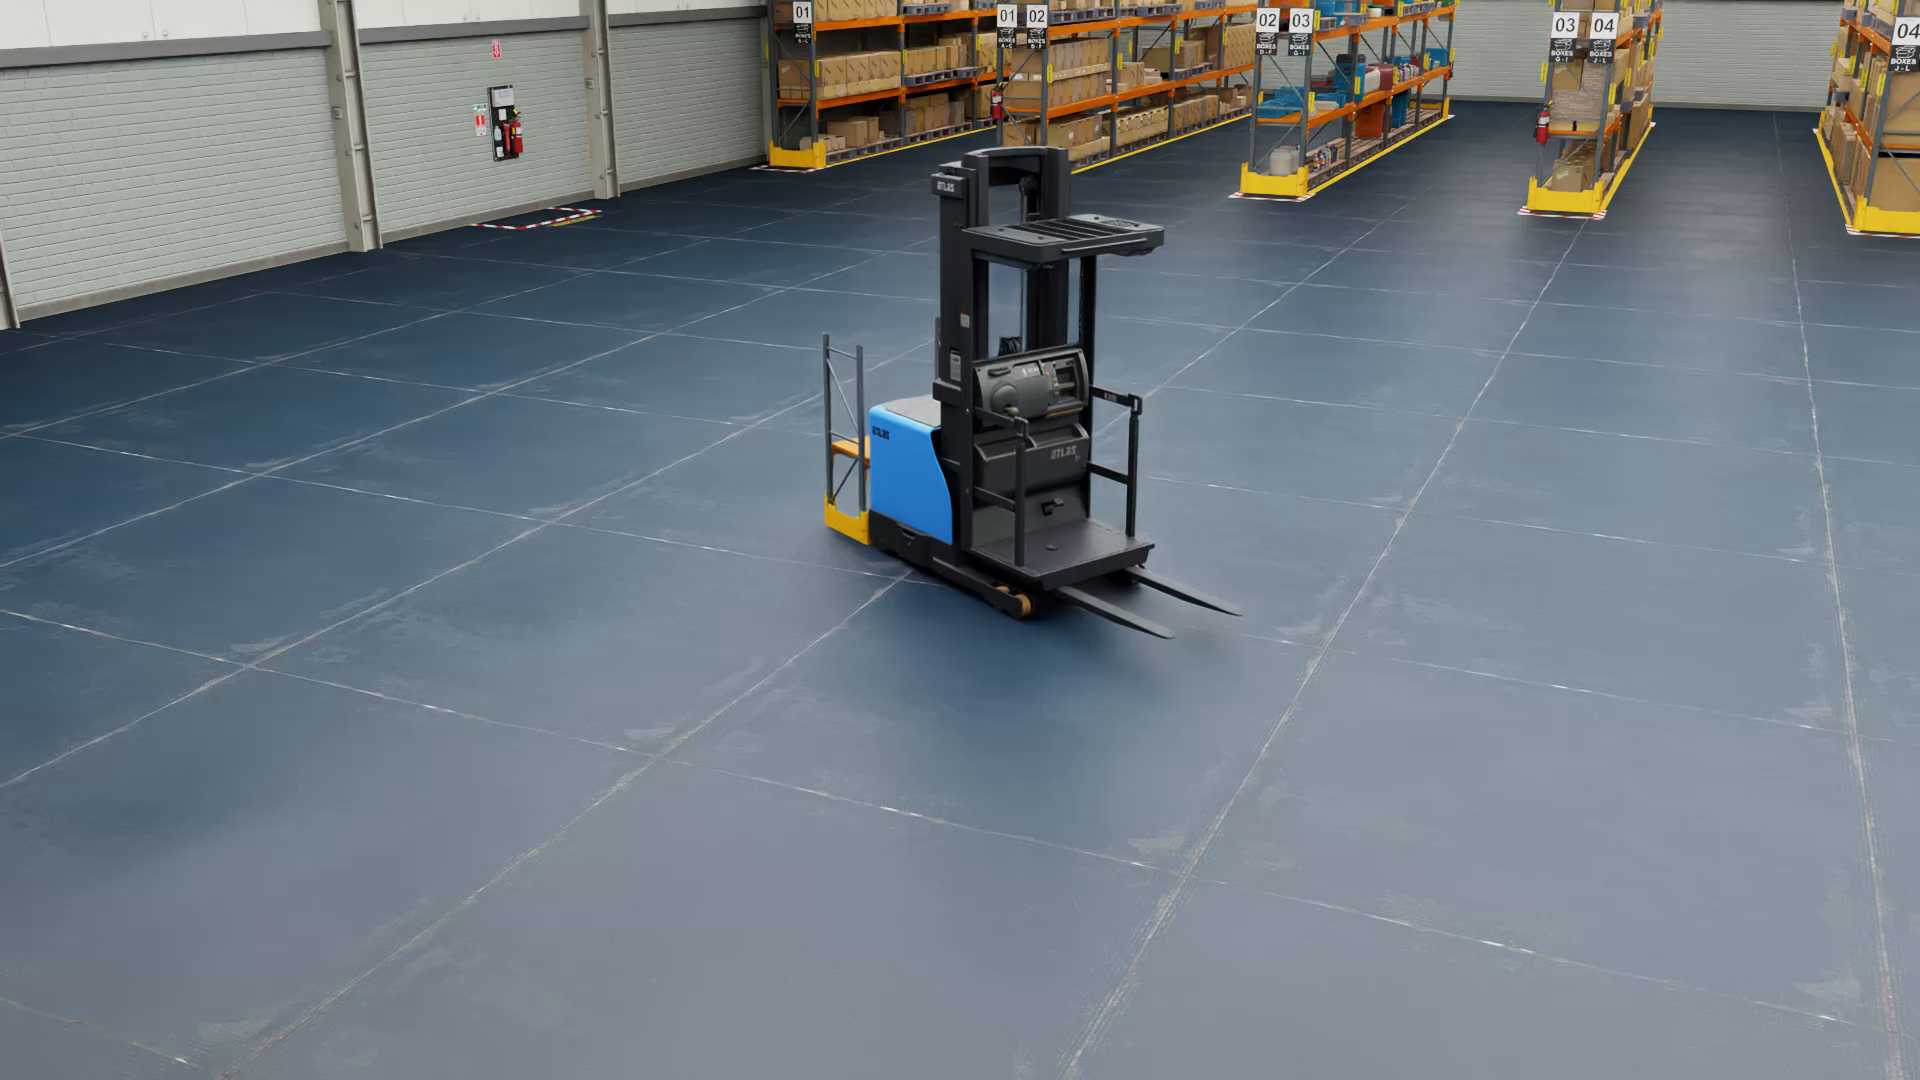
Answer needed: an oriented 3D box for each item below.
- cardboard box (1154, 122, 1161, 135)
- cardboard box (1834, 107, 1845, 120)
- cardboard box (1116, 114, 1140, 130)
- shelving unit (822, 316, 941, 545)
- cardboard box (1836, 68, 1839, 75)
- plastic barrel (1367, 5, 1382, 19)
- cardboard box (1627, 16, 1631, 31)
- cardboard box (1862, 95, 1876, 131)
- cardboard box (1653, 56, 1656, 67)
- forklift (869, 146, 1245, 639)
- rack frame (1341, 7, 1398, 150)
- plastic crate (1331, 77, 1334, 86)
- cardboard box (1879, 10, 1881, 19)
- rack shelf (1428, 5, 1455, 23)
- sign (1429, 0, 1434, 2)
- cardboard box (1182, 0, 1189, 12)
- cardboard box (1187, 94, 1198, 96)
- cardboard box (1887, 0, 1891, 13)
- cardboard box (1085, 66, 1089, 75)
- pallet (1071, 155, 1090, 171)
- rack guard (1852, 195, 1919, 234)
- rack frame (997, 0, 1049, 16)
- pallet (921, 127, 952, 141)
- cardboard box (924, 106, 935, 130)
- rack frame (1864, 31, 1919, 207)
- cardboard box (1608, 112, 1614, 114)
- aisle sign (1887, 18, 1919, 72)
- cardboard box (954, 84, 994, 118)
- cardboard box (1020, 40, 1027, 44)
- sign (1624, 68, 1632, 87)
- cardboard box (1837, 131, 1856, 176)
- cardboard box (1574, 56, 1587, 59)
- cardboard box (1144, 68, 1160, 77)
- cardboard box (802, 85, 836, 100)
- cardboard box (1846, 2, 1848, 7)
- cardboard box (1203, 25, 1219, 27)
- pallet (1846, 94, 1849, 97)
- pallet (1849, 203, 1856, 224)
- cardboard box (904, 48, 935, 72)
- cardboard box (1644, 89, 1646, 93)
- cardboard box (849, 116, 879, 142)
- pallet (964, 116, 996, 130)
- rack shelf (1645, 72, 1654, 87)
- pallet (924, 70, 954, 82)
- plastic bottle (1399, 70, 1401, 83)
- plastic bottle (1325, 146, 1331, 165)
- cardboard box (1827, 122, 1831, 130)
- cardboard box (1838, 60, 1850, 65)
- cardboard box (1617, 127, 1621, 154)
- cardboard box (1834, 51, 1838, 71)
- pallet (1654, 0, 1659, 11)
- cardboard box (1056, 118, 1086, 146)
[{"bbox_3d":[4.249,-9.351,37.762,0.500,0.250,0.500,8,21,22],"label":"cardboard box"},{"bbox_3d":[19.064,-9.136,35.665,0.500,0.250,0.500,8,21,20],"label":"cardboard box"},{"bbox_3d":[3.629,-9.147,36.353,0.500,0.311,0.500,8,21,21],"label":"cardboard box"},{"bbox_3d":[-0.439,-0.857,12.639,1.083,1.500,0.587,-14,24,-34],"label":"shelving unit"},{"bbox_3d":[18.711,-9.876,35.067,0.380,0.149,0.250,8,21,20],"label":"cardboard box"},{"bbox_3d":[8.660,-11.047,34.786,0.301,0.262,0.301,0,20,0],"label":"plastic barrel"},{"bbox_3d":[11.676,-9.227,29.684,0.500,0.250,0.500,9,22,24],"label":"cardboard box"},{"bbox_3d":[15.659,-7.142,27.851,0.875,0.550,0.550,9,21,23],"label":"cardboard box"},{"bbox_3d":[16.806,-11.771,40.870,0.500,0.250,0.500,8,21,22],"label":"cardboard box"},{"bbox_3d":[0.621,-1.043,11.027,1.130,2.935,3.031,-14,24,-35],"label":"forklift"},{"bbox_3d":[8.968,-10.120,36.448,1.000,3.000,0.127,9,21,23],"label":"rack frame"},{"bbox_3d":[7.498,-9.270,34.081,0.392,0.384,0.575,9,21,23],"label":"plastic crate"},{"bbox_3d":[15.665,-8.826,27.932,0.380,0.149,0.250,9,21,23],"label":"cardboard box"},{"bbox_3d":[11.425,-13.028,41.224,1.077,0.370,4.000,9,21,23],"label":"rack shelf"},{"bbox_3d":[11.107,-12.684,39.169,0.100,0.325,0.005,9,21,23],"label":"sign"},{"bbox_3d":[4.807,-12.555,38.670,0.910,0.500,0.500,9,21,23],"label":"cardboard box"},{"bbox_3d":[5.668,-10.939,41.824,0.500,0.500,0.500,8,21,20],"label":"cardboard box"},{"bbox_3d":[15.051,-8.505,26.435,0.500,0.250,0.500,8,21,22],"label":"cardboard box"},{"bbox_3d":[2.375,-9.430,33.392,0.380,0.149,0.250,9,22,24],"label":"cardboard box"},{"bbox_3d":[1.950,-7.653,33.672,1.003,0.211,1.213,9,21,23],"label":"pallet"},{"bbox_3d":[14.684,-5.098,26.058,1.175,0.500,0.348,9,21,23],"label":"rack guard"},{"bbox_3d":[1.174,-11.182,30.481,1.000,3.000,0.127,9,21,23],"label":"rack frame"},{"bbox_3d":[-0.893,-9.555,39.022,1.003,0.211,1.213,9,21,23],"label":"pallet"},{"bbox_3d":[-1.011,-9.829,38.703,0.700,0.500,0.500,9,21,23],"label":"cardboard box"},{"bbox_3d":[14.694,-6.283,25.660,1.000,3.000,0.127,9,21,23],"label":"rack frame"},{"bbox_3d":[11.401,-7.537,29.559,0.380,0.149,0.250,9,21,23],"label":"cardboard box"},{"bbox_3d":[14.391,-7.528,25.279,0.394,0.787,0.004,9,21,23],"label":"aisle sign"},{"bbox_3d":[0.350,-10.871,41.142,0.750,0.750,0.750,8,21,22],"label":"cardboard box"},{"bbox_3d":[1.408,-12.566,42.703,0.500,0.500,0.500,9,21,23],"label":"cardboard box"},{"bbox_3d":[12.346,-8.553,30.751,0.100,0.325,0.005,9,21,23],"label":"sign"},{"bbox_3d":[16.903,-7.141,30.801,1.050,0.750,0.750,9,21,23],"label":"cardboard box"},{"bbox_3d":[10.410,-8.009,28.427,0.500,0.500,0.500,9,21,23],"label":"cardboard box"},{"bbox_3d":[4.261,-10.654,38.082,0.500,0.311,0.500,10,22,26],"label":"cardboard box"},{"bbox_3d":[-2.857,-9.078,33.713,0.500,0.250,0.500,8,21,21],"label":"cardboard box"},{"bbox_3d":[20.410,-12.095,37.750,0.500,0.250,0.500,8,21,21],"label":"cardboard box"},{"bbox_3d":[6.473,-13.043,43.026,0.500,0.500,0.500,9,21,23],"label":"cardboard box"},{"bbox_3d":[18.743,-9.249,34.286,1.003,0.211,1.213,9,21,23],"label":"pallet"},{"bbox_3d":[14.950,-5.225,26.845,1.003,0.211,1.213,9,21,23],"label":"pallet"},{"bbox_3d":[-0.993,-11.037,38.222,0.700,0.500,0.500,12,23,30],"label":"cardboard box"},{"bbox_3d":[15.468,-10.051,38.798,0.875,0.875,0.875,9,21,23],"label":"cardboard box"},{"bbox_3d":[-2.097,-8.963,36.270,0.500,0.500,0.500,7,21,19],"label":"cardboard box"},{"bbox_3d":[0.321,-10.396,41.386,1.003,0.211,1.213,9,21,23],"label":"pallet"},{"bbox_3d":[15.943,-10.936,39.815,1.077,0.370,4.000,9,21,23],"label":"rack shelf"},{"bbox_3d":[-0.844,-10.778,38.585,1.003,0.211,1.213,9,21,23],"label":"pallet"},{"bbox_3d":[9.955,-10.500,37.691,0.061,0.283,0.133,9,21,23],"label":"plastic bottle"},{"bbox_3d":[7.118,-7.463,32.273,0.144,0.351,0.185,8,21,22],"label":"plastic bottle"},{"bbox_3d":[19.640,-9.255,37.201,0.380,0.149,0.250,8,21,21],"label":"cardboard box"},{"bbox_3d":[18.707,-10.014,35.011,0.380,0.149,0.250,8,21,22],"label":"cardboard box"},{"bbox_3d":[13.230,-8.262,34.299,0.700,0.500,0.500,7,21,20],"label":"cardboard box"},{"bbox_3d":[20.614,-11.095,38.598,0.500,0.500,0.500,9,21,23],"label":"cardboard box"},{"bbox_3d":[15.469,-12.283,38.187,1.003,0.211,1.213,9,21,23],"label":"pallet"},{"bbox_3d":[2.213,-8.202,33.414,0.500,0.500,0.500,9,21,23],"label":"cardboard box"}]
